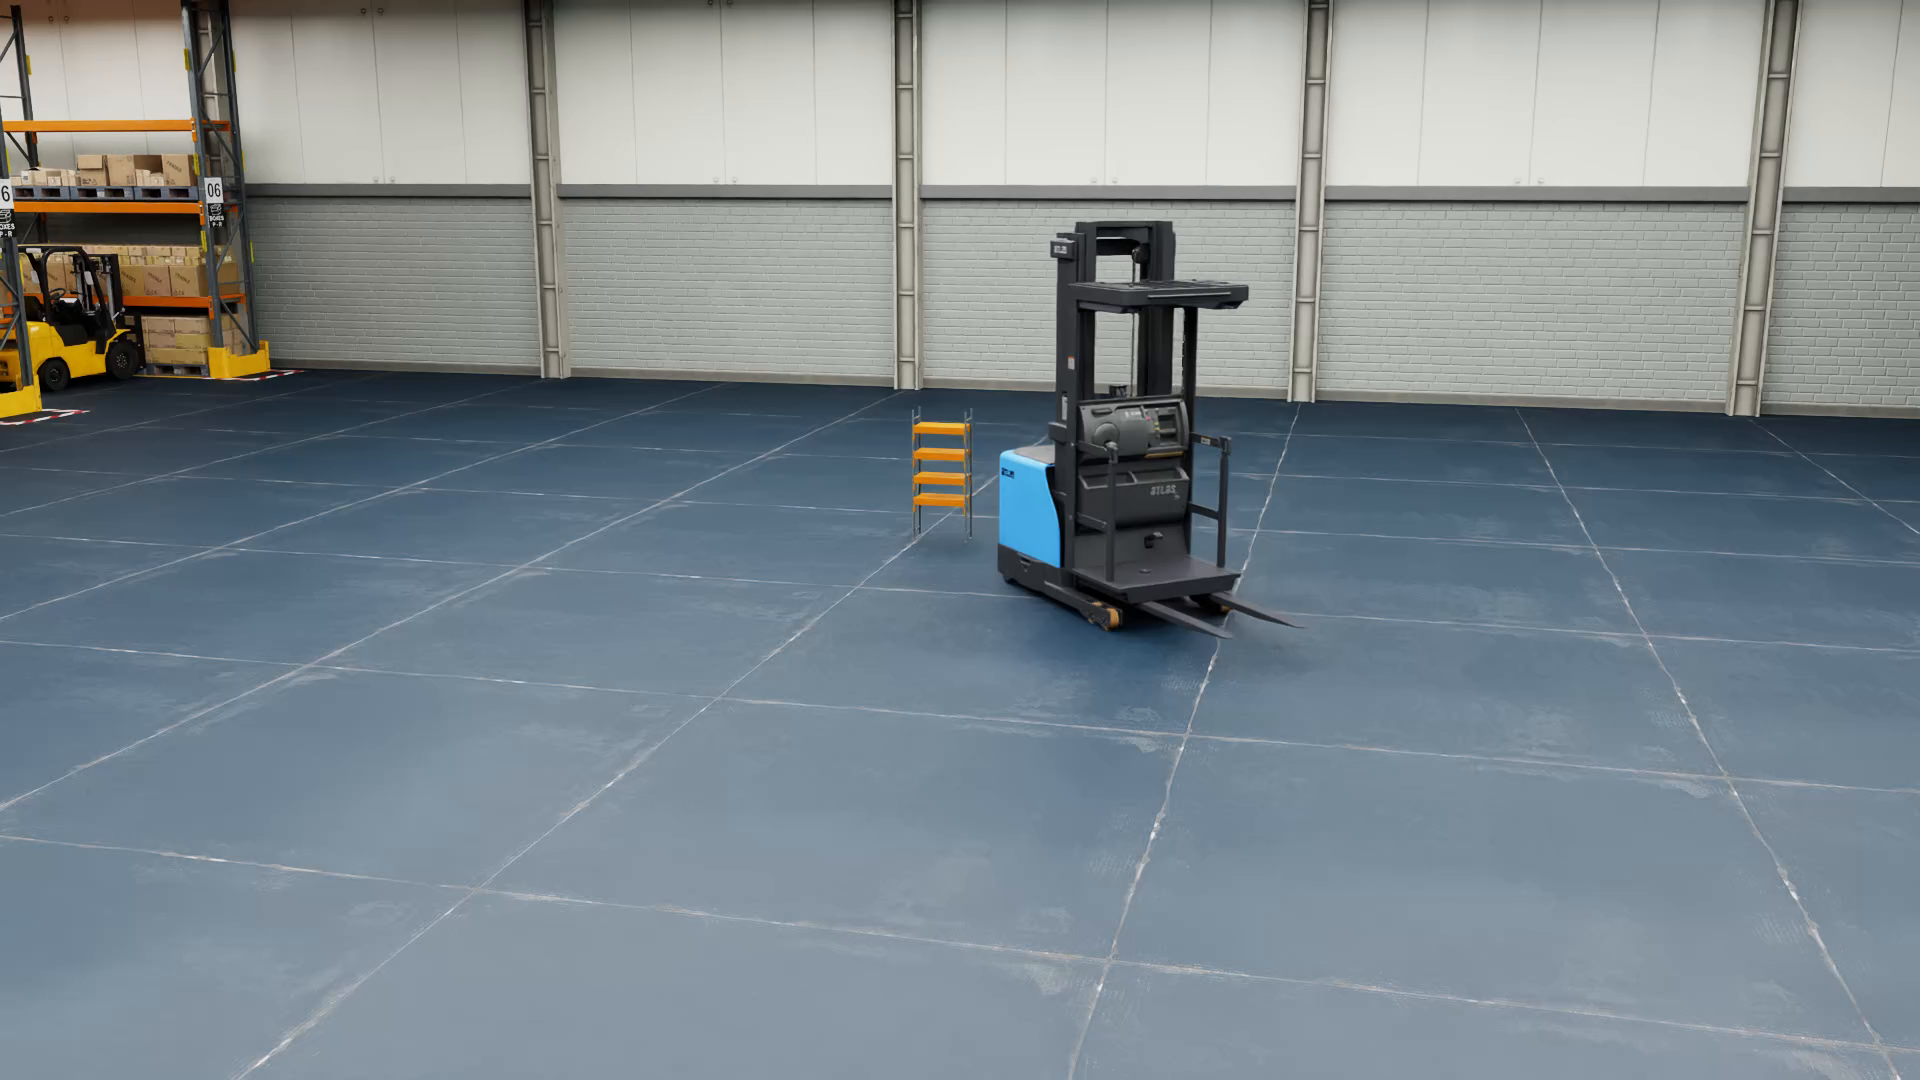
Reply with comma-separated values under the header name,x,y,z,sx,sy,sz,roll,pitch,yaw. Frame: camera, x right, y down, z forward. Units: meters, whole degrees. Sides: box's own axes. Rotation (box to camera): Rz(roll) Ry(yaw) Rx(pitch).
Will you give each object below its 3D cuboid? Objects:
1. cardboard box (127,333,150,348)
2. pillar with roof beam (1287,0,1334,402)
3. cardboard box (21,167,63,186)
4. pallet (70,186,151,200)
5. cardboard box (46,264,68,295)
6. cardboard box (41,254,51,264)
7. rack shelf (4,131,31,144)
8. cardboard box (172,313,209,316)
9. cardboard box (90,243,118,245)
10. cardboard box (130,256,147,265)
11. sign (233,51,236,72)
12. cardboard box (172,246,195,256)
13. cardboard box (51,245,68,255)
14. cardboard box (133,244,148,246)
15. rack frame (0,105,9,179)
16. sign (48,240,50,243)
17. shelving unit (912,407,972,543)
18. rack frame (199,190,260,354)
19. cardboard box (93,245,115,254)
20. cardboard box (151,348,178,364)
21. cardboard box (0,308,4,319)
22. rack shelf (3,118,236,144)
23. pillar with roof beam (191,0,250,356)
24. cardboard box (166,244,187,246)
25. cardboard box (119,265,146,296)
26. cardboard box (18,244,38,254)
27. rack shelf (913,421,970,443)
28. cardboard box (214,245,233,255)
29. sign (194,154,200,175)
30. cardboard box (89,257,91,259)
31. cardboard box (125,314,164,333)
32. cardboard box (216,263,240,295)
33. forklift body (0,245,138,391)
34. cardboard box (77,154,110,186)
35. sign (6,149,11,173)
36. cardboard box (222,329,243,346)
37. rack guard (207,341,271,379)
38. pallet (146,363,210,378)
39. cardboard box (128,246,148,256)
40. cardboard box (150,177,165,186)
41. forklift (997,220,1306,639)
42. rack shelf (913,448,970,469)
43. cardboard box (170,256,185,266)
name,x,y,z,sx,sy,sz,roll,pitch,yaw
cardboard box,-13.526,-3.342,27.595,0.500,0.250,0.500,3,13,12
pillar with roof beam,3.997,-5.540,19.427,0.400,9.000,9.100,3,13,14
cardboard box,-15.122,-6.013,27.489,0.500,0.311,0.500,3,13,15
pallet,-13.856,-5.751,27.509,1.213,0.211,1.003,3,13,14
cardboard box,-14.993,-4.380,27.818,0.500,0.500,0.500,3,13,15
cardboard box,-15.113,-4.705,27.788,0.250,0.149,0.380,3,13,13
rack shelf,-17.813,-6.918,28.226,4.000,0.370,1.077,3,13,14
cardboard box,-12.895,-3.665,27.900,0.500,0.250,0.500,3,13,14
cardboard box,-14.490,-4.940,28.159,0.250,0.149,0.380,3,13,13
cardboard box,-13.392,-4.602,27.322,0.250,0.149,0.380,3,13,12
sign,-11.848,-7.803,27.107,0.005,0.325,0.100,3,13,14
cardboard box,-12.633,-4.716,27.150,0.250,0.149,0.380,3,13,14
cardboard box,-14.882,-4.823,27.633,0.250,0.149,0.380,3,13,15
cardboard box,-13.757,-4.884,27.907,0.250,0.149,0.380,3,13,14
rack frame,-13.173,-6.110,21.995,0.127,3.000,1.000,3,13,14
sign,-15.740,-5.010,28.710,0.005,0.325,0.100,3,13,14
shelving unit,-0.161,-0.594,15.143,0.503,1.200,0.258,3,13,14
rack frame,-11.988,-4.225,27.351,0.127,3.000,1.000,3,13,14
cardboard box,-14.117,-4.805,27.550,0.250,0.149,0.380,3,13,14
cardboard box,-13.000,-3.073,27.539,0.500,0.250,0.500,3,13,14
cardboard box,-13.453,-3.119,22.948,0.250,0.149,0.380,3,13,14
rack shelf,-13.929,-6.711,27.290,4.000,0.370,1.077,3,13,14
pillar with roof beam,-13.479,-6.474,23.638,0.548,9.000,9.100,3,13,14
cardboard box,-13.005,-4.845,27.732,0.250,0.149,0.380,3,13,14
cardboard box,-13.527,-4.299,27.456,0.500,0.500,0.500,3,13,12
cardboard box,-15.633,-4.864,27.817,0.250,0.149,0.380,3,13,15
rack shelf,-0.161,-0.978,15.057,0.480,0.148,0.258,3,13,14
cardboard box,-12.262,-4.798,27.518,0.250,0.149,0.380,3,13,12
sign,-12.131,-5.969,26.427,0.005,0.325,0.100,3,13,14
cardboard box,-14.389,-4.654,27.555,0.250,0.149,0.380,3,13,12
cardboard box,-13.499,-3.583,27.529,0.500,0.250,0.500,3,13,14
cardboard box,-12.402,-4.358,27.719,0.500,0.500,0.500,3,13,15
forklift body,-14.266,-3.525,26.157,1.214,2.155,2.313,3,13,14
cardboard box,-14.005,-6.078,27.338,0.637,0.503,0.797,3,13,15
sign,-13.043,-5.186,22.740,0.005,0.325,0.100,3,13,14
cardboard box,-12.394,-3.400,27.856,0.500,0.250,0.500,3,13,15
rack guard,-11.964,-3.003,27.616,0.348,0.500,1.175,3,13,14
pallet,-12.740,-2.894,27.792,1.213,0.211,1.003,3,13,14
cardboard box,-13.397,-4.743,27.270,0.250,0.149,0.380,3,13,15
cardboard box,-12.865,-5.799,26.903,0.250,0.149,0.380,3,13,12
forklift,1.421,-0.876,12.414,1.130,2.935,3.031,-6,14,-26
rack shelf,-0.161,-0.747,15.109,0.480,0.148,0.258,3,13,14
cardboard box,-12.646,-4.556,27.117,0.250,0.149,0.380,3,13,14
